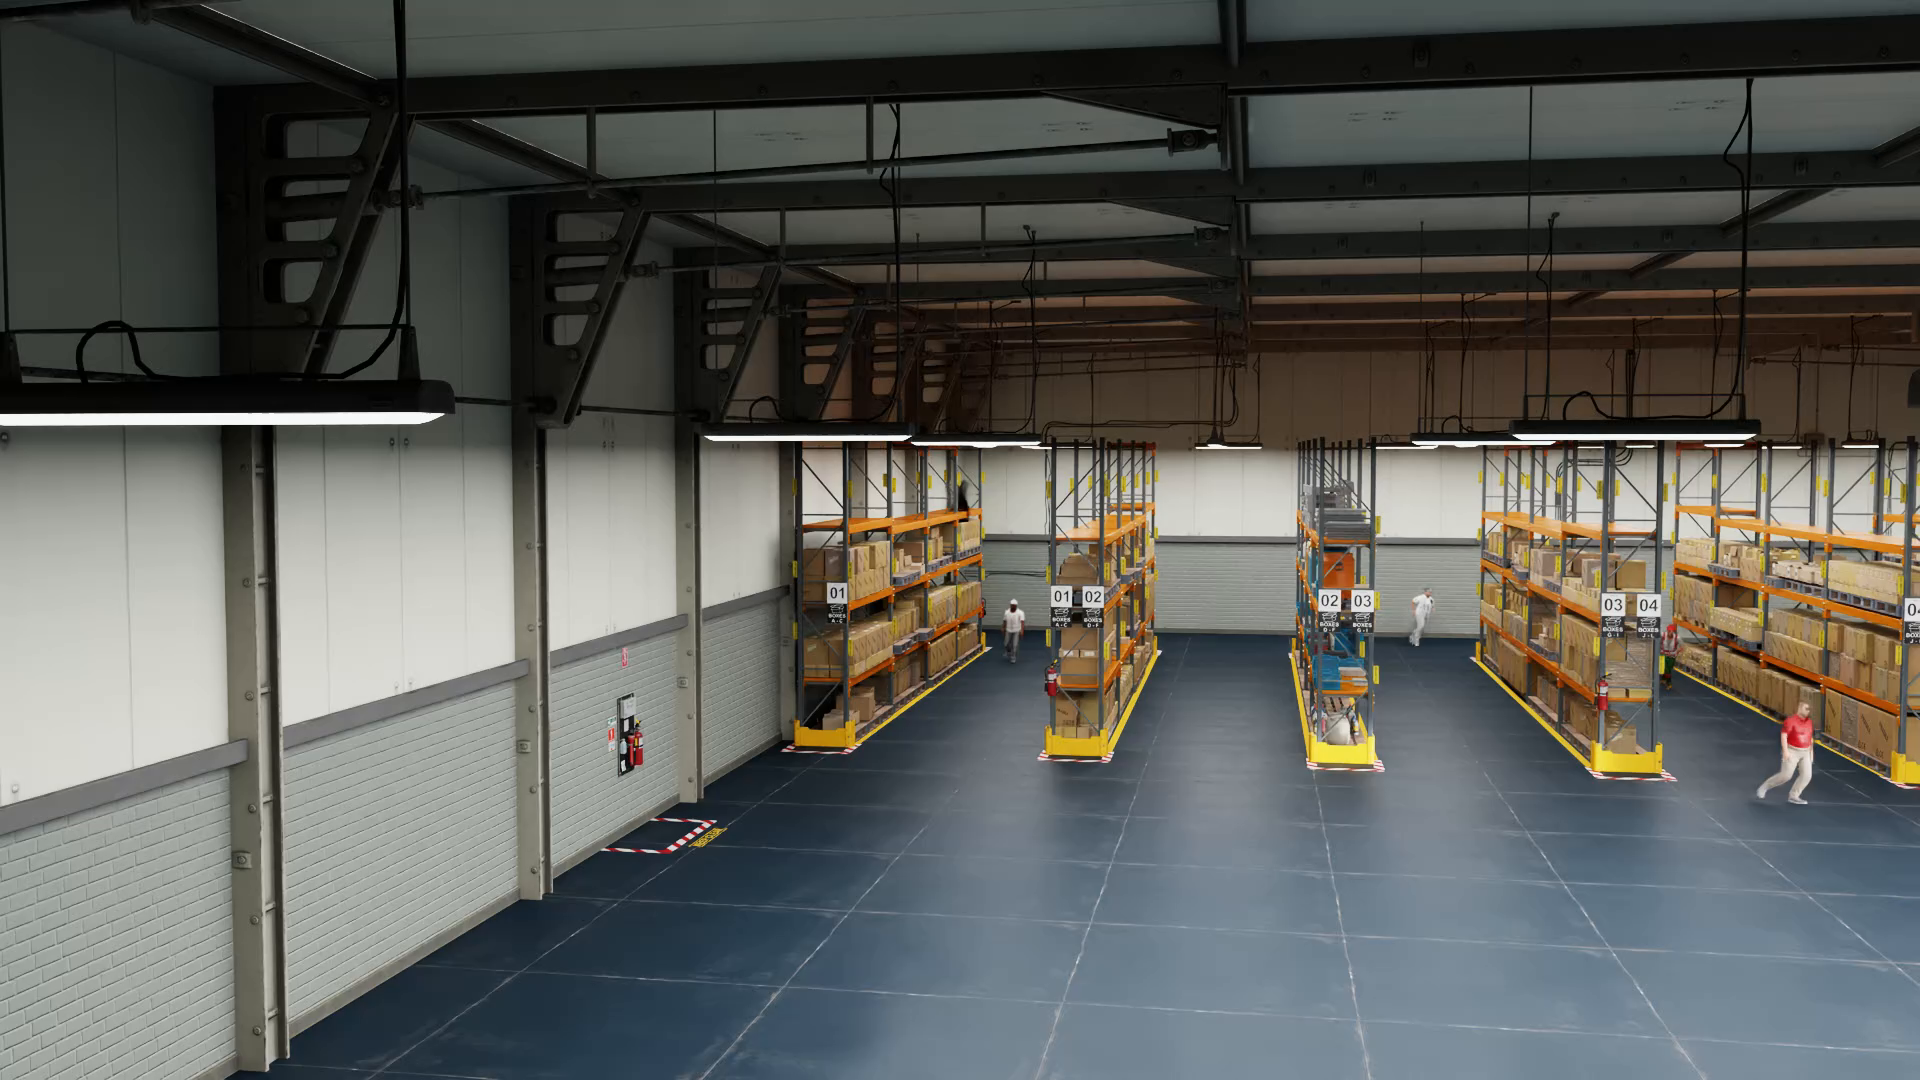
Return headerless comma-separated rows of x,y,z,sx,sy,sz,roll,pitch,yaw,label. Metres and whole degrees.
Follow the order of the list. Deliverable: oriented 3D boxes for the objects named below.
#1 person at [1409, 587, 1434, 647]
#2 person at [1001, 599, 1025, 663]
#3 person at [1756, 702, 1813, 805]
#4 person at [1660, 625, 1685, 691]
13.629,2.252,49.142,0.814,1.724,0.809,-1,3,-25,person
1.448,2.465,45.184,0.730,1.724,0.653,1,3,19,person
13.471,3.443,27.057,0.823,1.658,0.594,-1,3,-15,person
17.128,2.803,40.191,0.678,1.600,1.133,1,3,21,person
